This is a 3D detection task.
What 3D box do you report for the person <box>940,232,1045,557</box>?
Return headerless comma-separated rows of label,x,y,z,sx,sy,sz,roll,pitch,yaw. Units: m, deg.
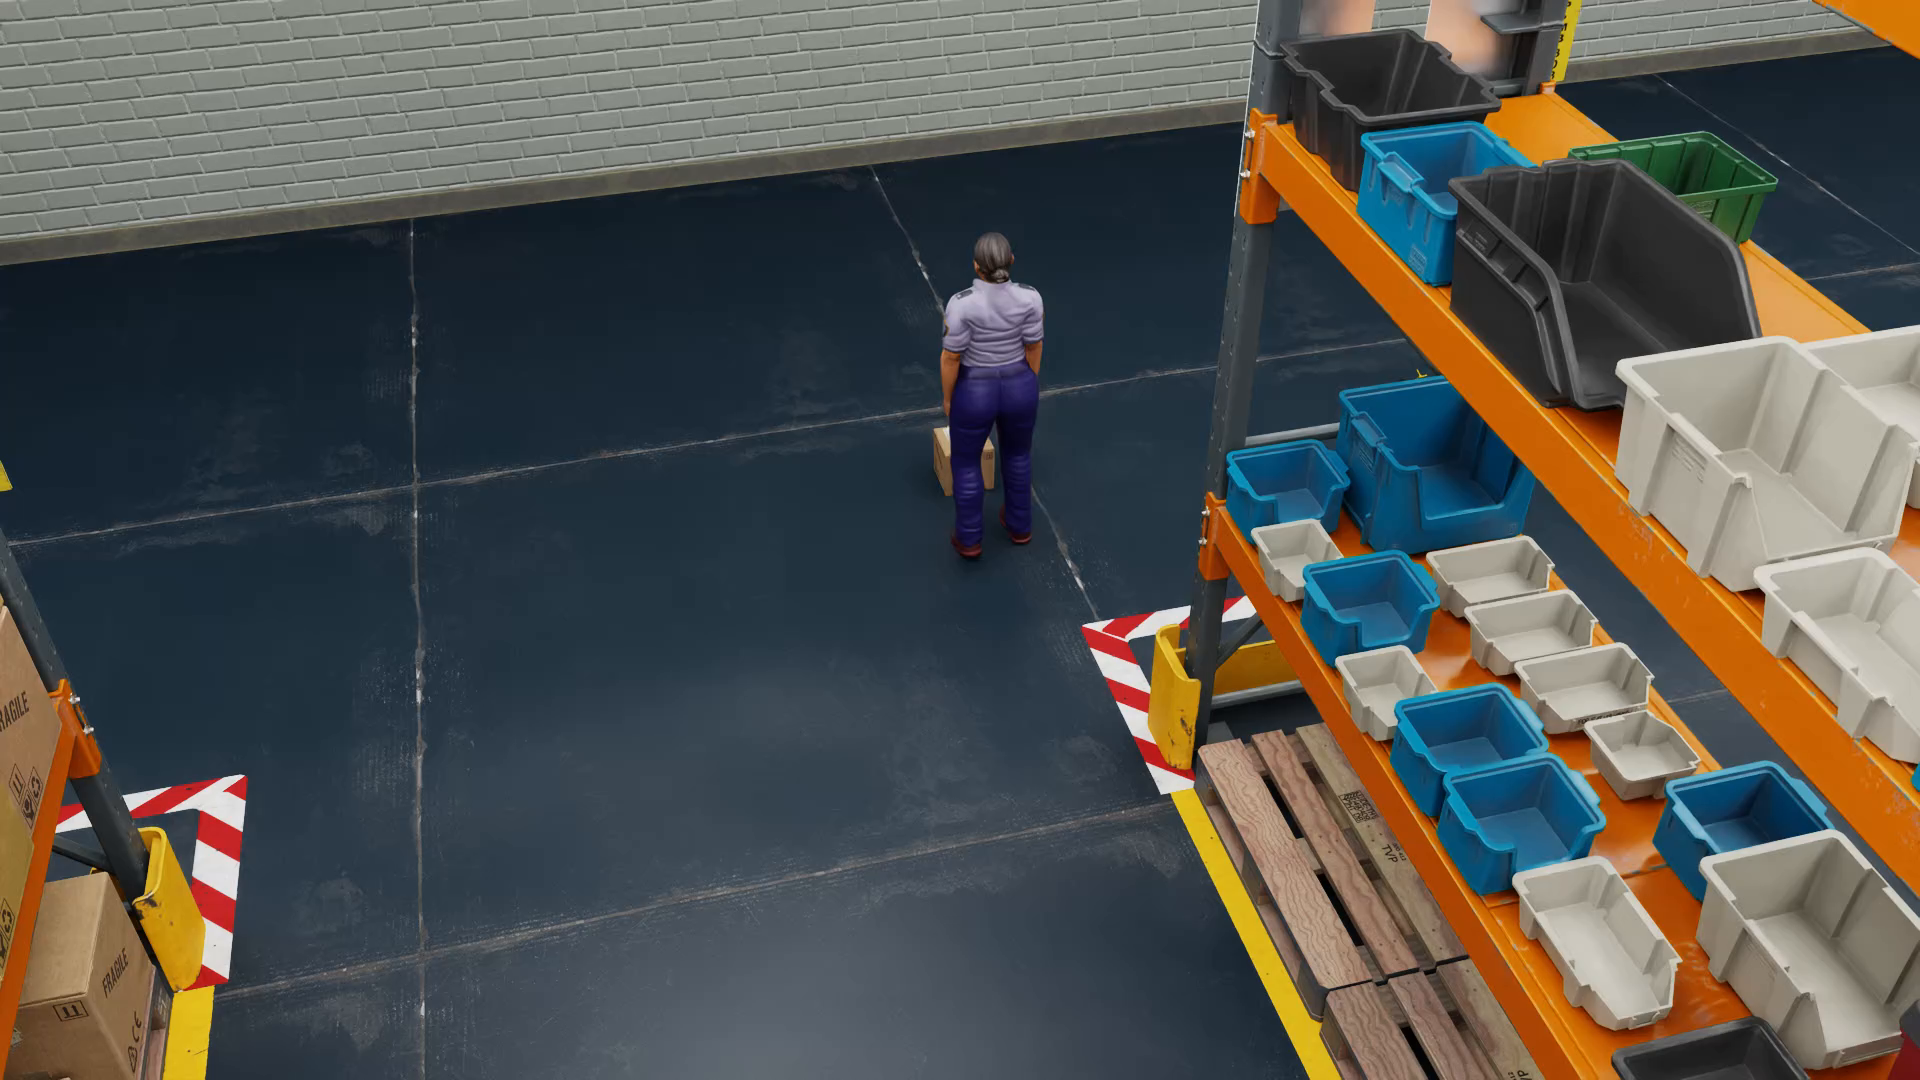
person,0.134,-0.651,7.580,0.467,1.682,0.348,-9,39,-11
